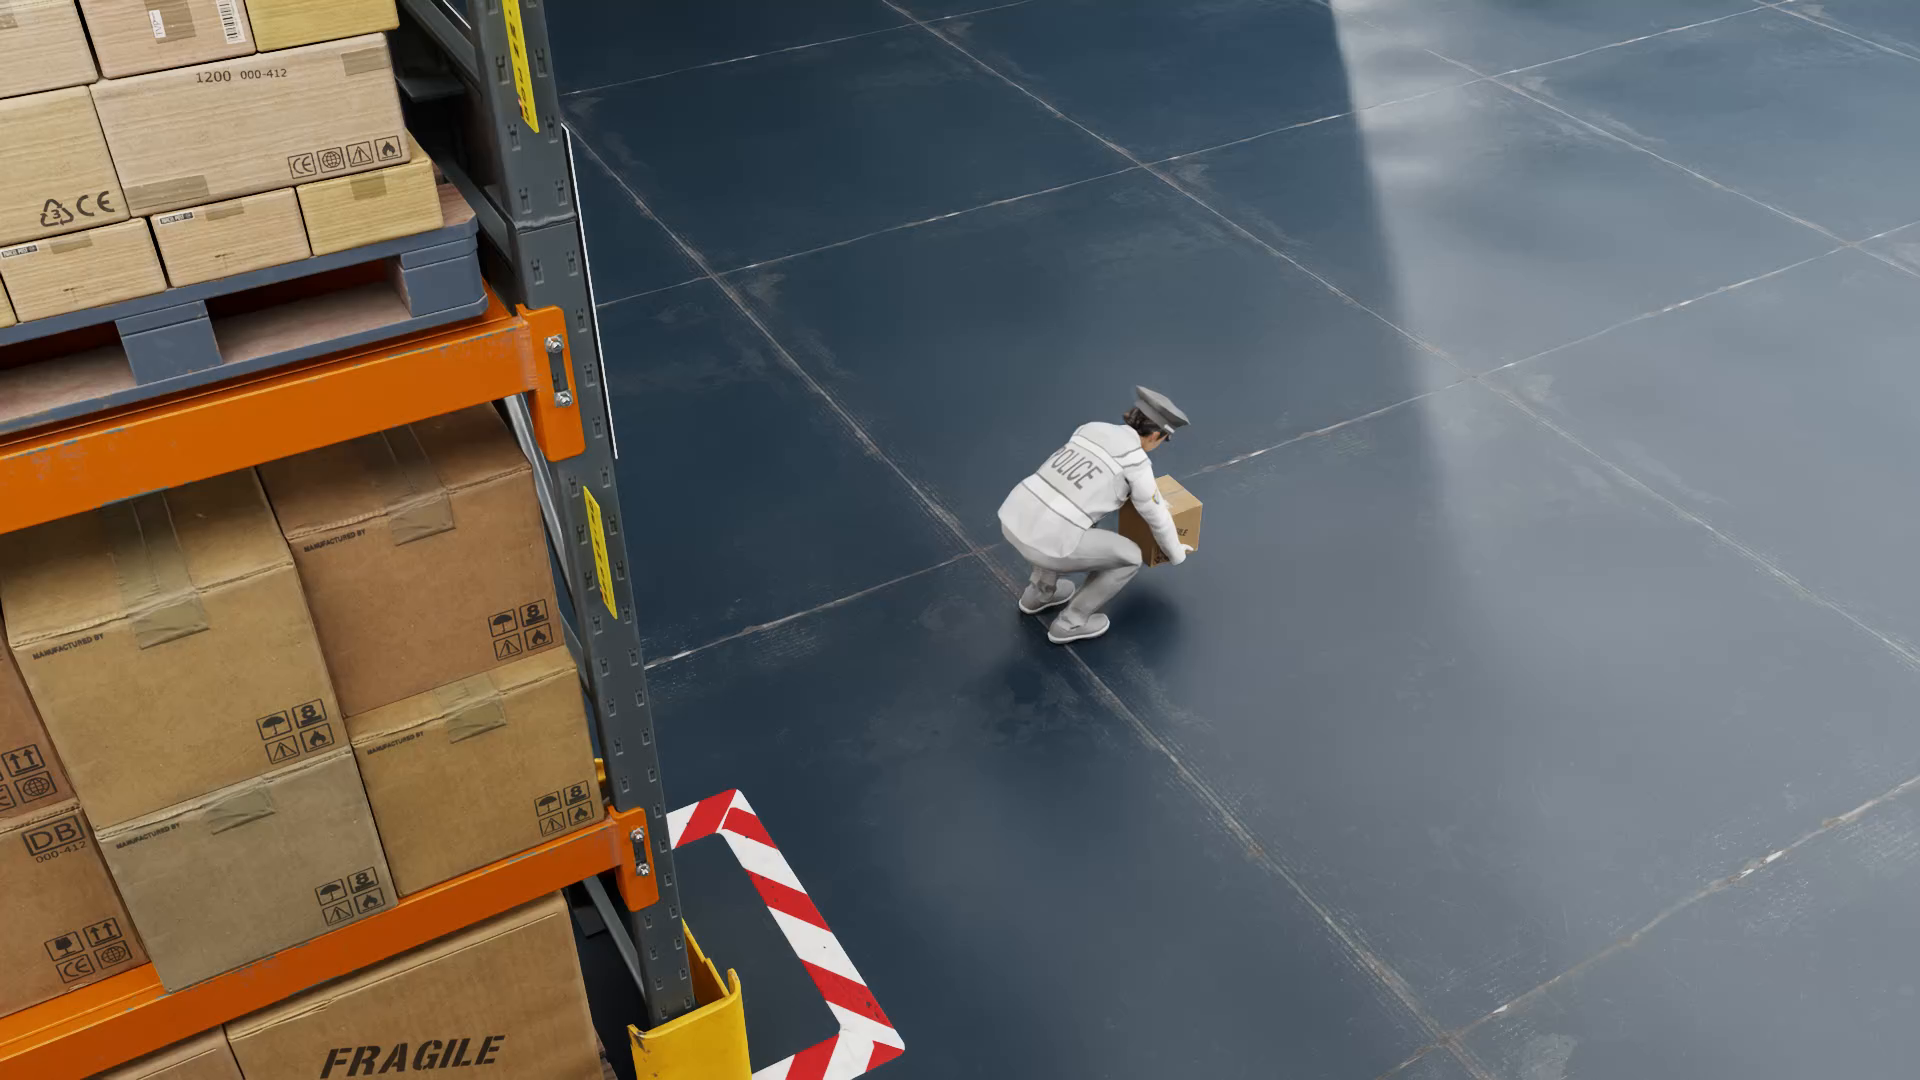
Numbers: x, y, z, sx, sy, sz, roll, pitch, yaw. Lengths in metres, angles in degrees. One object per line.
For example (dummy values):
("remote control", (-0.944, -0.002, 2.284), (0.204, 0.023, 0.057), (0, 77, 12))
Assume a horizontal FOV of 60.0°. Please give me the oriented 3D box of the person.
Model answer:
("person", (0.565, -0.104, 6.865), (0.869, 0.979, 0.457), (-20, 42, -25))
